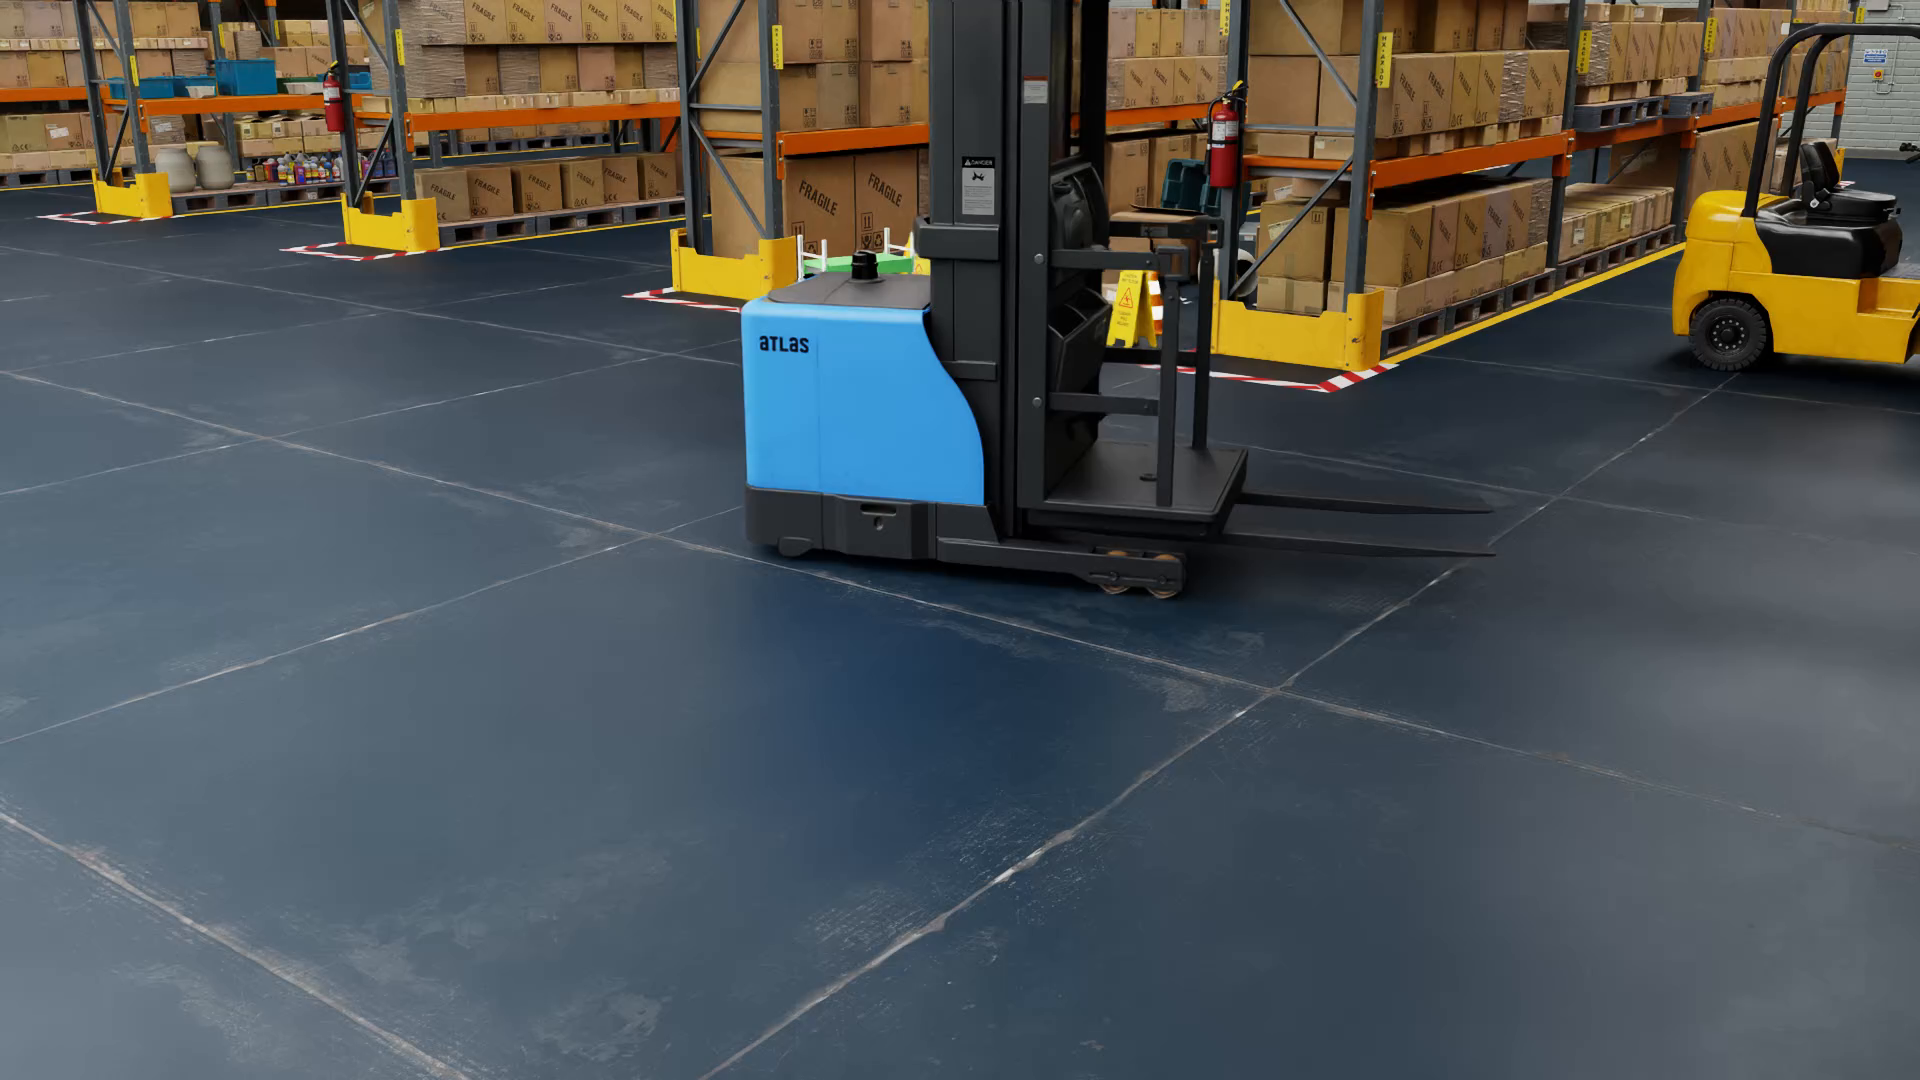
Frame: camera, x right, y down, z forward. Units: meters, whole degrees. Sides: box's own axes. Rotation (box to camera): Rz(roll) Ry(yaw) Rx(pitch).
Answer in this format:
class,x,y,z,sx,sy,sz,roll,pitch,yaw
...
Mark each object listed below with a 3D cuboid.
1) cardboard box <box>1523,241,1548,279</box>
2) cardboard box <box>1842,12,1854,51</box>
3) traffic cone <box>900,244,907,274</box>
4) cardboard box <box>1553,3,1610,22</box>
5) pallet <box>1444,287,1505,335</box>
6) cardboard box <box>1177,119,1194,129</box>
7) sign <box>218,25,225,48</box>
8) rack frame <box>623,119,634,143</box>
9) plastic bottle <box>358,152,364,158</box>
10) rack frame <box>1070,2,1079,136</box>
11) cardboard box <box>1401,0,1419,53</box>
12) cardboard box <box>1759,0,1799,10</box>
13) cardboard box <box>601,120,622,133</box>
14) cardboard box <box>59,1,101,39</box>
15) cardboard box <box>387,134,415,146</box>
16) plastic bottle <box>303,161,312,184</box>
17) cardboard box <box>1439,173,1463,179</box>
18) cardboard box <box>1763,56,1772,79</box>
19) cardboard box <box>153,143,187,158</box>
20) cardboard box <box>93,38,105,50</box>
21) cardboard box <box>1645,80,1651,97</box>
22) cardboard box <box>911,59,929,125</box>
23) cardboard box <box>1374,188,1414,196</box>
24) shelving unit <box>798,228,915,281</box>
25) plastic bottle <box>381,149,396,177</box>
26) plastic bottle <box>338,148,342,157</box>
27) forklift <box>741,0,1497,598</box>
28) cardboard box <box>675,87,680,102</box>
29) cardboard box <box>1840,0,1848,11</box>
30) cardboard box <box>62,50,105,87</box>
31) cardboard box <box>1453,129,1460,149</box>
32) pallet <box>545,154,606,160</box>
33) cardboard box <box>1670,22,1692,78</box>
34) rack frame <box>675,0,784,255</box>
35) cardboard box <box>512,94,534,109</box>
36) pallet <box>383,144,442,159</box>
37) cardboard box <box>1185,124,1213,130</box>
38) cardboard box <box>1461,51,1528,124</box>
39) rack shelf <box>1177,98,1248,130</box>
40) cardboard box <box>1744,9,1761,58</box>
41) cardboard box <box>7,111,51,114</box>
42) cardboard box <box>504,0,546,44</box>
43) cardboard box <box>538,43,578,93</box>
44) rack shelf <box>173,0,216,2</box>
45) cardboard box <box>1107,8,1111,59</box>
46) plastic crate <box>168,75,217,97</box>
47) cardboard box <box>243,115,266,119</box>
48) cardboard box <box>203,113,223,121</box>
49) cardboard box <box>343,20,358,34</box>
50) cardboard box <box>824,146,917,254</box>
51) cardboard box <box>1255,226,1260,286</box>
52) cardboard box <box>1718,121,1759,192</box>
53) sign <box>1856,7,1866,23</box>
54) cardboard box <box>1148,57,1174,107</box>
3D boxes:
class,x,y,z,sx,sy,sz,roll,pitch,yaw
cardboard box,4.419,-2.290,13.490,0.500,0.250,0.500,14,22,37
cardboard box,11.609,-6.818,22.286,0.500,0.500,0.500,13,22,36
traffic cone,-0.407,-2.153,13.397,0.336,0.463,0.334,12,21,35
cardboard box,5.119,-4.341,13.693,0.380,0.149,0.250,12,21,34
pallet,3.457,-1.802,12.689,1.003,0.211,1.213,12,21,35
cardboard box,3.429,-7.220,28.310,0.875,0.875,0.875,12,21,35
sign,-10.911,-7.447,24.575,0.100,0.325,0.005,12,21,35
rack frame,-6.591,-8.999,31.165,1.000,3.000,0.127,12,21,35
plastic bottle,-8.008,-5.032,22.227,0.061,0.283,0.133,12,21,35
rack frame,1.363,-7.248,25.525,1.000,3.000,0.127,12,21,35
cardboard box,2.830,-3.725,11.825,0.700,0.500,0.500,12,21,34
cardboard box,9.718,-6.361,19.721,0.380,0.149,0.250,12,21,34
cardboard box,-6.655,-7.847,30.929,0.500,0.500,0.500,12,21,34
cardboard box,-12.514,-7.296,23.324,0.700,0.500,0.500,12,21,35
cardboard box,-9.396,-6.642,27.503,0.500,0.250,0.500,12,21,34
plastic bottle,-8.230,-4.630,20.956,0.097,0.271,0.097,0,17,0
cardboard box,3.864,-3.035,13.528,0.380,0.149,0.250,13,21,35
cardboard box,8.962,-5.396,18.970,0.500,0.250,0.500,13,22,36
cardboard box,-11.764,-5.715,24.517,0.500,0.250,0.500,12,21,35
cardboard box,-12.261,-6.983,23.410,0.380,0.149,0.250,13,22,36
cardboard box,6.072,-4.122,15.175,0.380,0.149,0.250,12,21,33
cardboard box,-0.652,-4.037,14.932,0.875,0.550,0.500,12,21,35
cardboard box,3.054,-2.365,12.465,0.500,0.500,0.500,12,21,33
shelving unit,-0.489,-0.874,8.034,0.503,1.200,0.258,-12,21,-34
plastic bottle,-7.534,-4.958,21.878,0.144,0.351,0.185,12,21,33
plastic bottle,-8.196,-5.044,22.153,0.144,0.351,0.185,13,22,36
forklift,0.670,-1.349,6.645,3.031,2.935,1.130,5,18,15
cardboard box,-3.296,-5.119,19.095,0.380,0.149,0.250,12,21,35
cardboard box,11.434,-7.023,21.851,0.380,0.149,0.250,12,21,34
cardboard box,-12.532,-6.667,23.486,0.700,0.500,0.500,13,22,36
cardboard box,3.327,-2.868,11.845,0.380,0.149,0.250,13,22,37
pallet,-5.491,-5.661,25.117,1.003,0.211,1.213,12,21,35
cardboard box,6.592,-4.652,15.788,0.500,0.500,0.500,12,21,34
rack frame,-1.864,-3.489,13.422,1.000,3.000,0.127,12,21,35
cardboard box,-4.686,-4.594,17.404,0.380,0.149,0.250,12,21,35
pallet,-9.496,-6.526,27.902,1.003,0.211,1.213,12,21,35
cardboard box,3.100,-4.969,20.429,0.500,0.250,0.500,12,21,33
cardboard box,3.883,-3.383,12.410,0.500,0.500,0.500,13,22,36
rack shelf,4.094,-5.527,21.198,1.077,0.370,4.000,12,21,35
cardboard box,8.341,-5.503,18.053,0.500,0.500,0.500,13,21,36
cardboard box,-13.076,-5.808,23.552,0.500,0.500,0.500,12,21,35
cardboard box,-4.640,-5.377,17.145,0.500,0.500,0.500,12,21,35
cardboard box,-4.596,-5.074,17.856,0.875,0.500,0.500,12,21,35
rack shelf,-12.549,-7.706,23.157,1.077,0.370,4.000,12,21,35
cardboard box,1.115,-5.209,17.106,0.700,0.500,0.500,12,21,34
plastic crate,-9.315,-5.520,20.211,0.499,0.251,0.408,12,21,35
cardboard box,-11.041,-6.521,26.168,0.500,0.311,0.500,13,22,36
cardboard box,-13.742,-7.655,30.308,0.700,0.500,0.500,12,21,35
cardboard box,-11.863,-9.789,31.740,0.500,0.250,0.500,13,21,35
cardboard box,-0.990,-3.058,14.908,0.875,0.875,0.875,12,21,34
cardboard box,2.824,-2.384,14.073,0.500,0.500,0.500,-4,18,-13
cardboard box,8.485,-4.304,18.921,0.875,0.875,0.875,13,22,36
sign,12.133,-7.016,22.428,0.100,0.325,0.005,12,21,35
cardboard box,1.952,-4.927,17.884,0.500,0.500,0.500,13,21,36
